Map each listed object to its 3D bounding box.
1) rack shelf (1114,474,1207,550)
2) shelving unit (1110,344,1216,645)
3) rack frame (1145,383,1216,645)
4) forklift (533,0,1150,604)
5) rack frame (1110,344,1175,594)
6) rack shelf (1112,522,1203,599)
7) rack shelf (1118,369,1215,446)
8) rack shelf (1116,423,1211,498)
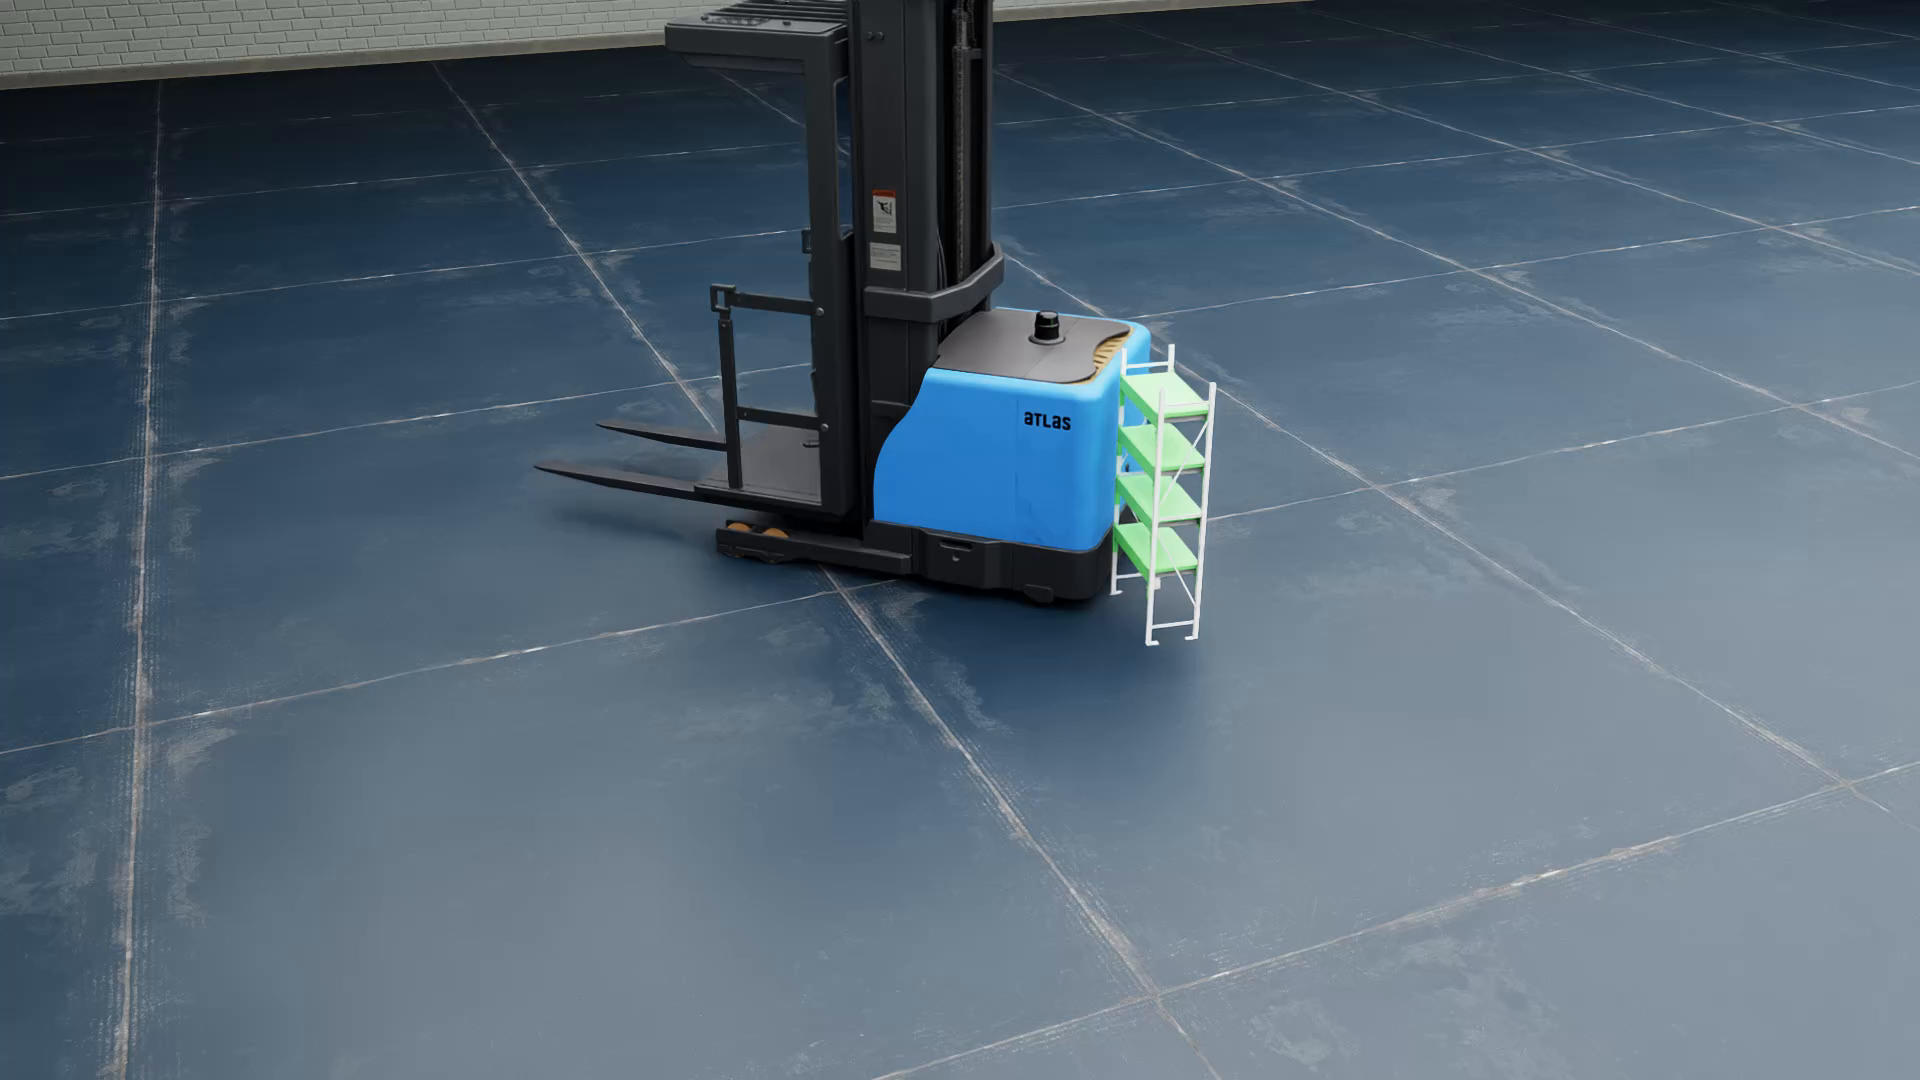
[{"bbox_3d":[0.876,-0.140,7.315,0.258,0.148,0.480,-6,27,-12],"label":"rack shelf"},{"bbox_3d":[0.876,-0.197,7.287,0.258,1.200,0.503,-6,27,-12],"label":"shelving unit"},{"bbox_3d":[0.933,-0.093,7.074,0.240,1.200,0.015,-6,27,-12],"label":"rack frame"},{"bbox_3d":[-0.654,-1.410,7.797,3.031,2.935,1.130,9,27,18],"label":"forklift"},{"bbox_3d":[0.818,-0.301,7.500,0.240,1.200,0.015,-6,27,-12],"label":"rack frame"},{"bbox_3d":[0.876,0.076,7.420,0.258,0.148,0.480,-6,27,-12],"label":"rack shelf"},{"bbox_3d":[0.876,-0.571,7.104,0.258,0.148,0.480,-6,27,-12],"label":"rack shelf"},{"bbox_3d":[0.876,-0.356,7.210,0.258,0.148,0.480,-6,27,-12],"label":"rack shelf"}]
